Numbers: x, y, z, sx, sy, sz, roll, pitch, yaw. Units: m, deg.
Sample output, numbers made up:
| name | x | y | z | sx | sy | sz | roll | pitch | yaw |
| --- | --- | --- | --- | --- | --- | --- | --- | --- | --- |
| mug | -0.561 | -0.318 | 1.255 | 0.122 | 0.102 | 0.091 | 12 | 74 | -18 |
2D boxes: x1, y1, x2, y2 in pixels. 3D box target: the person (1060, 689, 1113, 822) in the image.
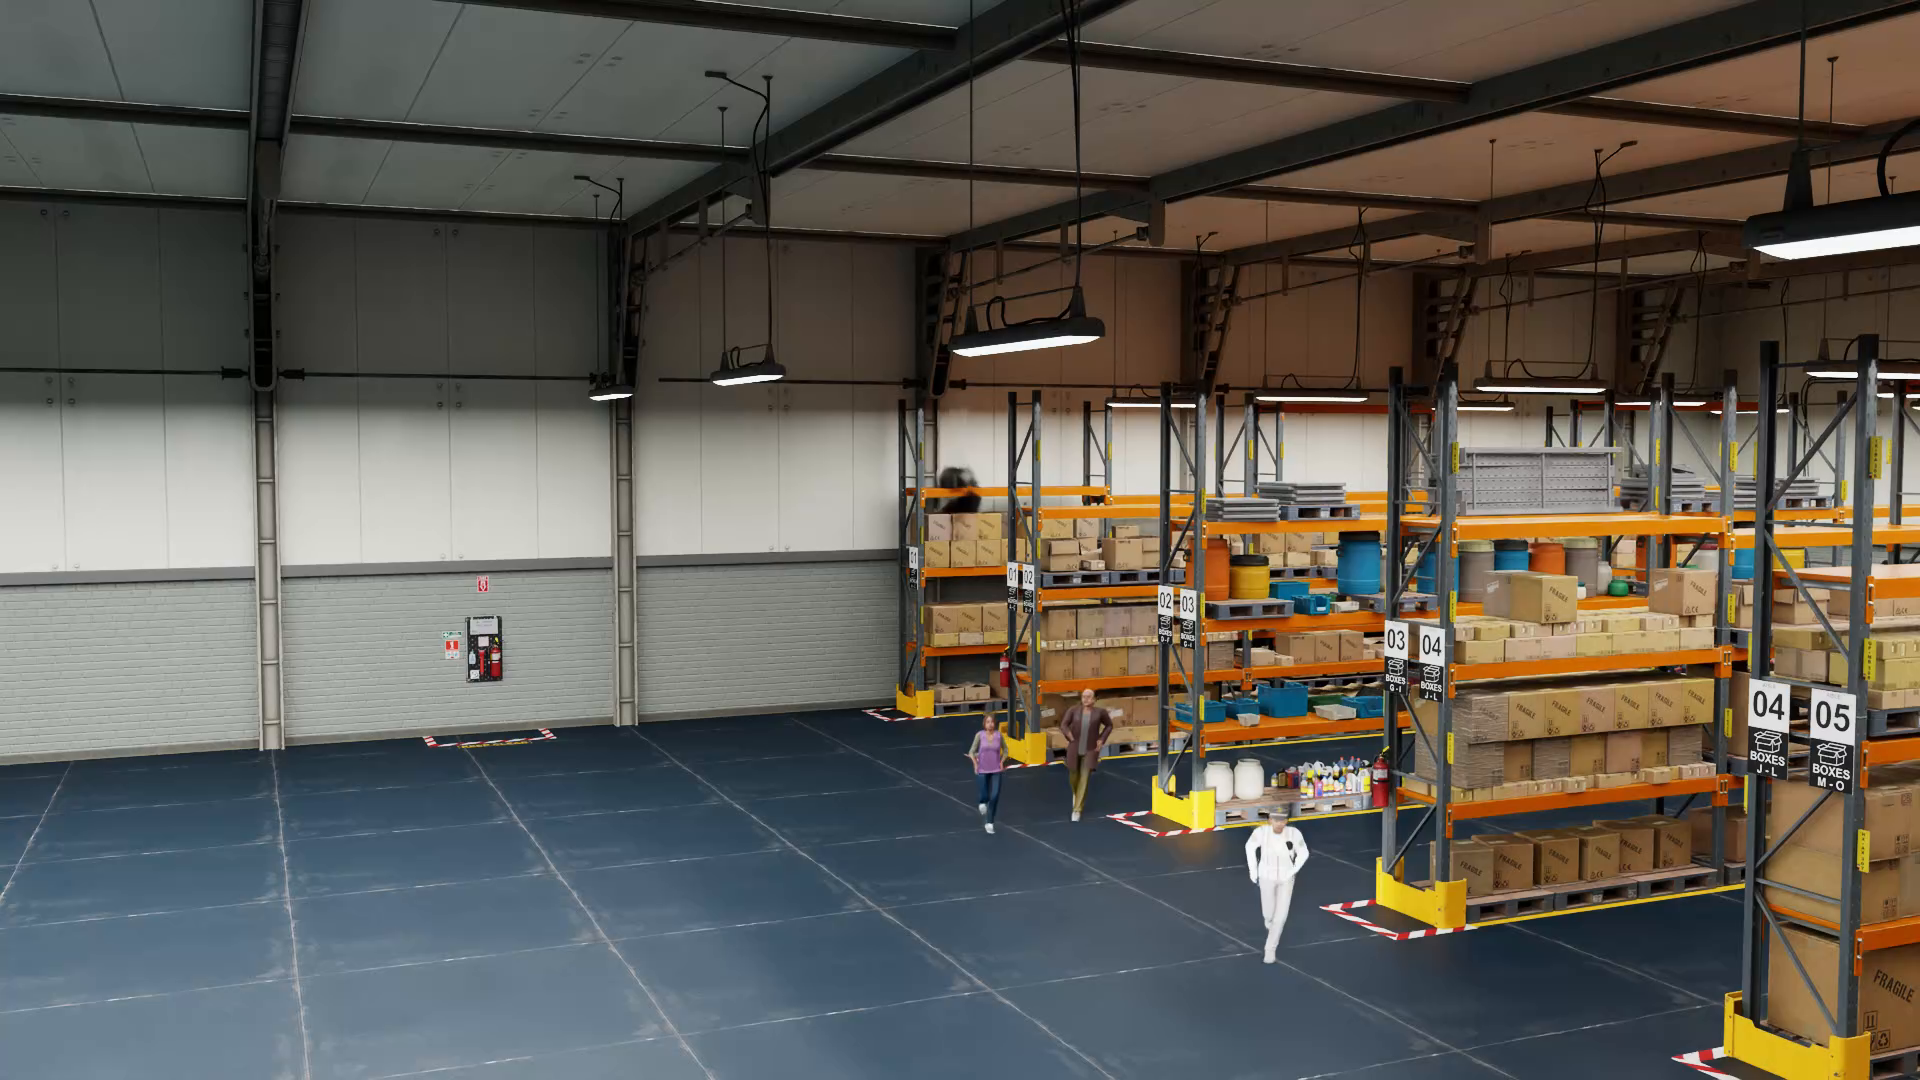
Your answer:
| name | x | y | z | sx | sy | sz | roll | pitch | yaw |
| --- | --- | --- | --- | --- | --- | --- | --- | --- | --- |
| person | 1.744 | 2.980 | 23.010 | 0.720 | 1.696 | 0.937 | 1 | 3 | 15 |

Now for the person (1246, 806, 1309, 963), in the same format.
| name | x | y | z | sx | sy | sz | roll | pitch | yaw |
| --- | --- | --- | --- | --- | --- | --- | --- | --- | --- |
| person | 3.175 | 3.403 | 16.687 | 0.611 | 1.624 | 0.739 | 0 | 3 | 5 |

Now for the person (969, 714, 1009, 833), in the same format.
| name | x | y | z | sx | sy | sz | roll | pitch | yaw |
| --- | --- | --- | --- | --- | --- | --- | --- | --- | --- |
| person | 0.394 | 3.094 | 22.238 | 0.535 | 1.563 | 0.573 | 0 | 3 | -5 |
